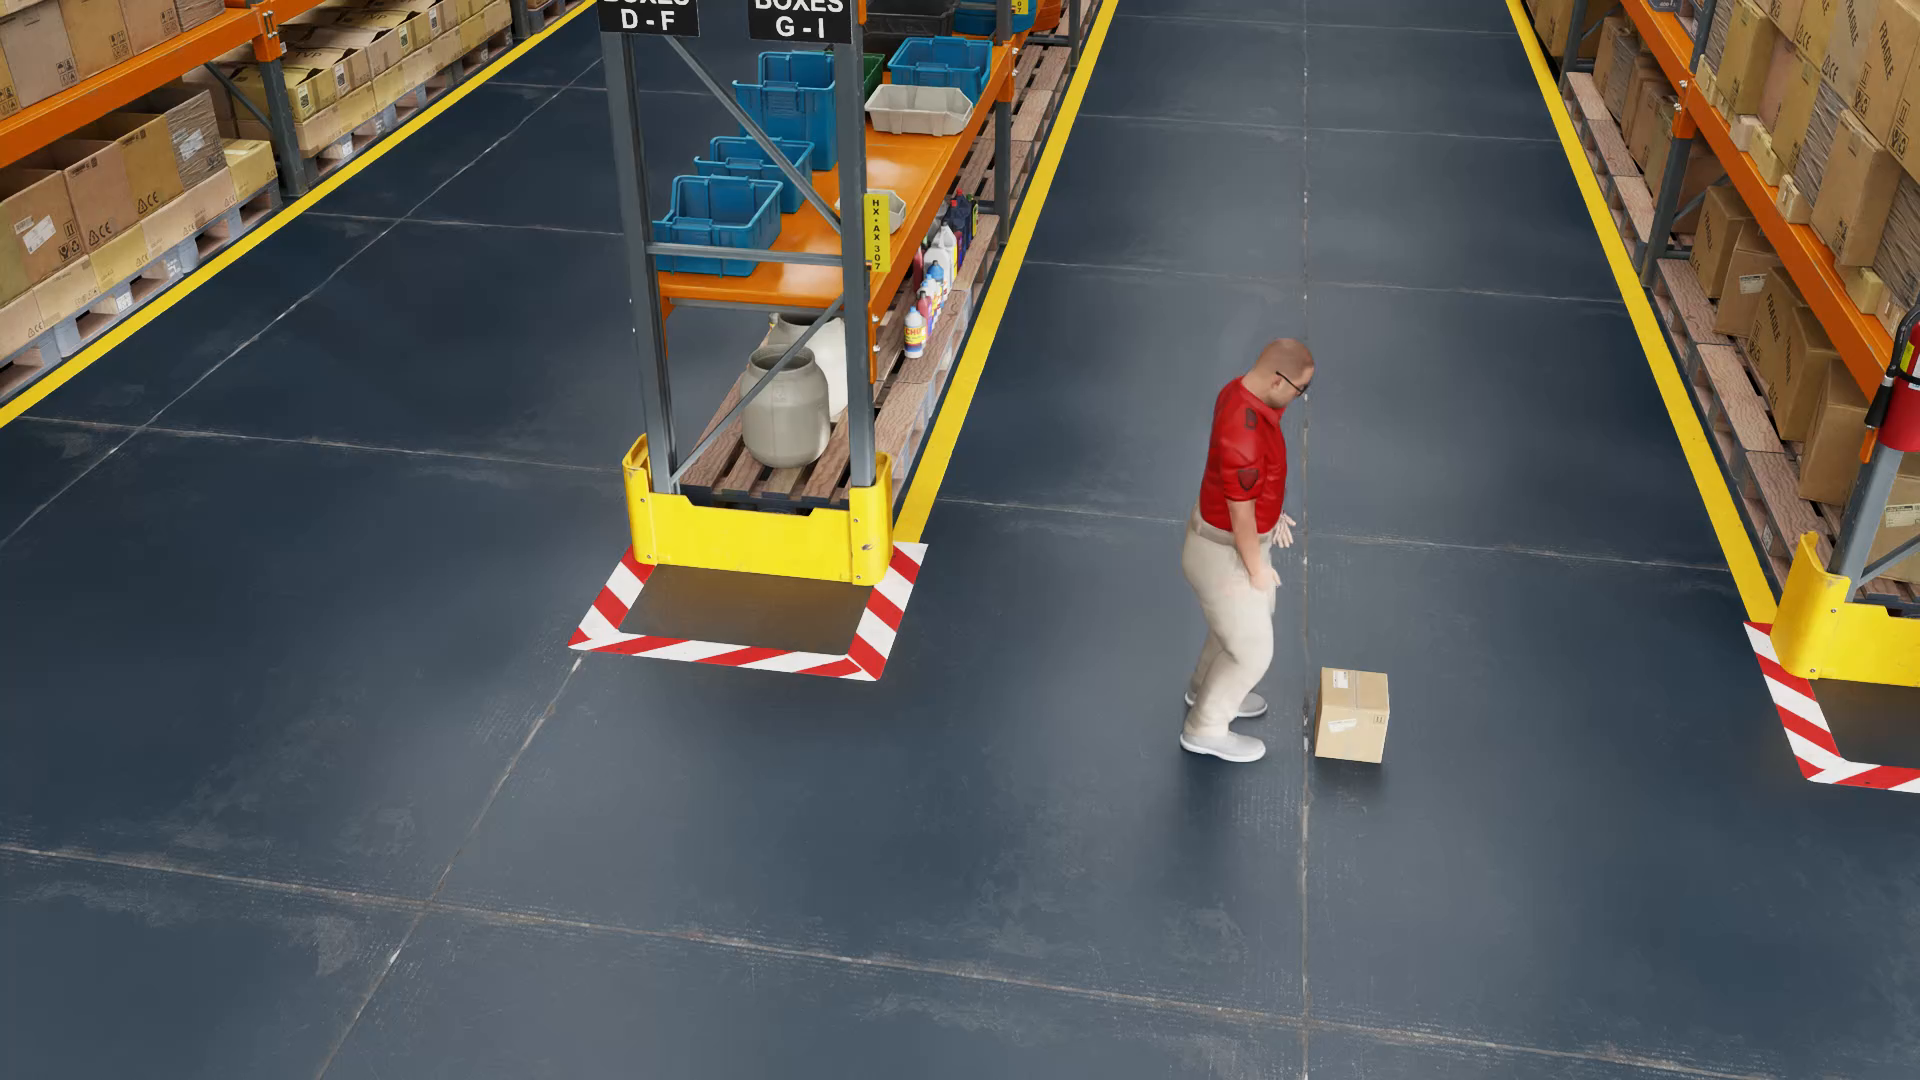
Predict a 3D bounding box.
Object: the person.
[{"bbox_3d":[1.036,0.018,6.176,0.410,1.687,0.553,6,33,9],"label":"person"}]
